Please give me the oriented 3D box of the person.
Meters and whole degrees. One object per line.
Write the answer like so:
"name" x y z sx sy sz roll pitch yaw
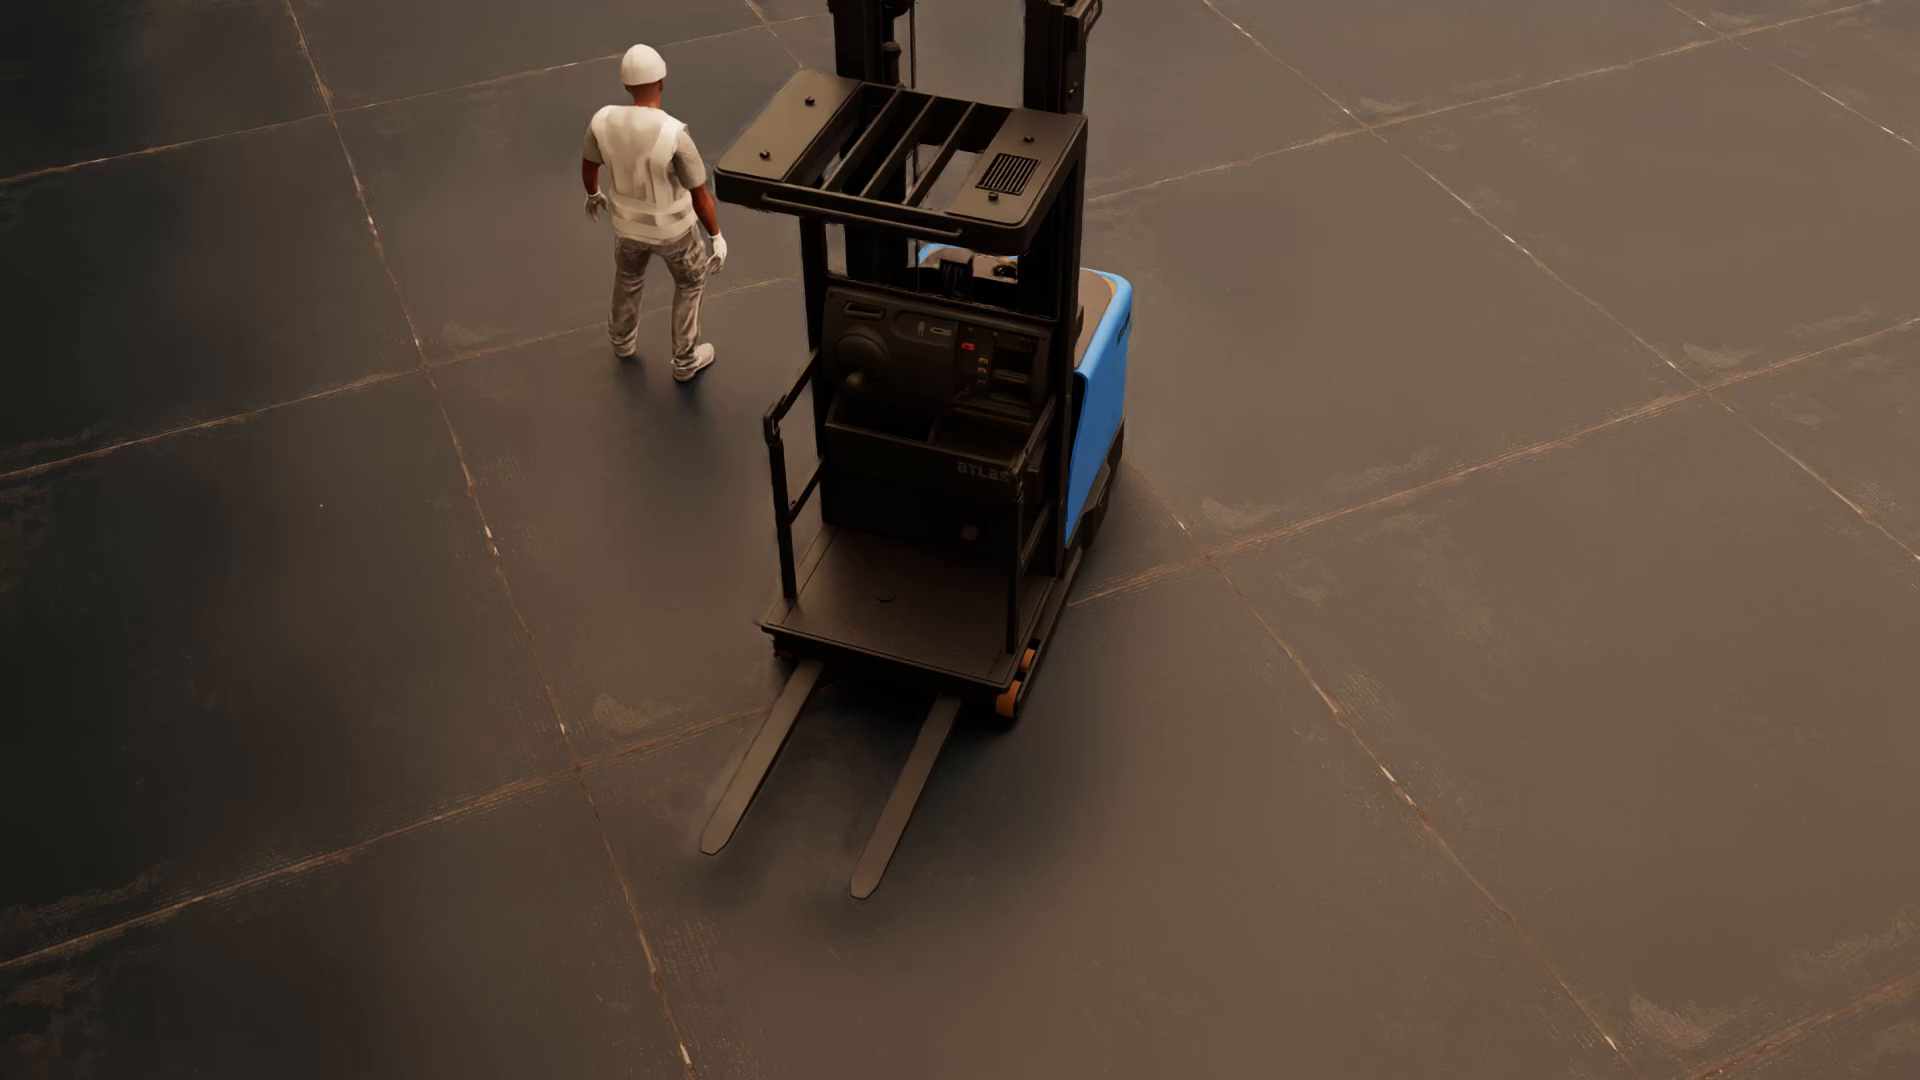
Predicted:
"person" -1.514 -1.609 8.270 0.840 1.752 0.424 14 45 15

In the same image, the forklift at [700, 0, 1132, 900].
"forklift" -0.168 -0.640 6.366 1.130 2.935 3.031 13 45 14
